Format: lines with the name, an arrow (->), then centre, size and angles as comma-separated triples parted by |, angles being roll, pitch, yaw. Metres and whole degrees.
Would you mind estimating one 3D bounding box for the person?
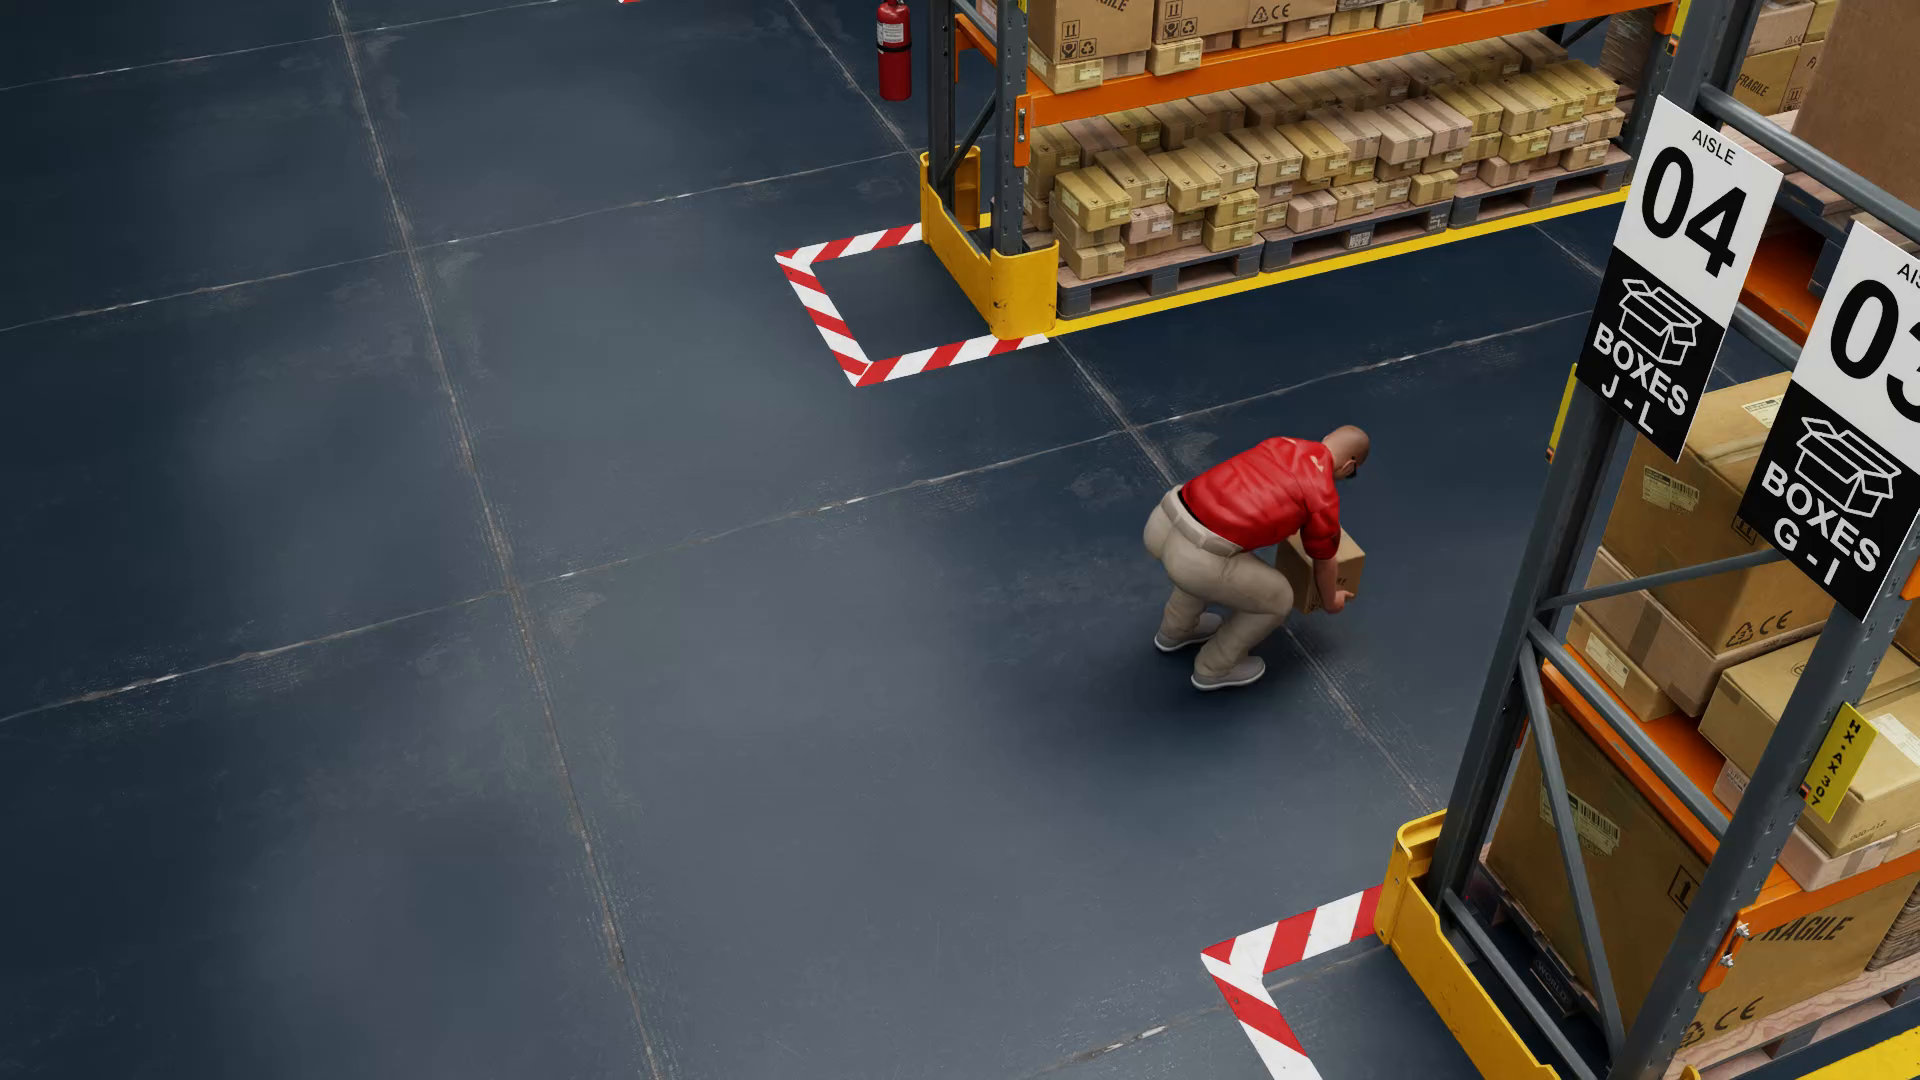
person -> 1.170, 0.069, 6.630 | 0.943, 1.020, 0.531 | -17, 44, -19
